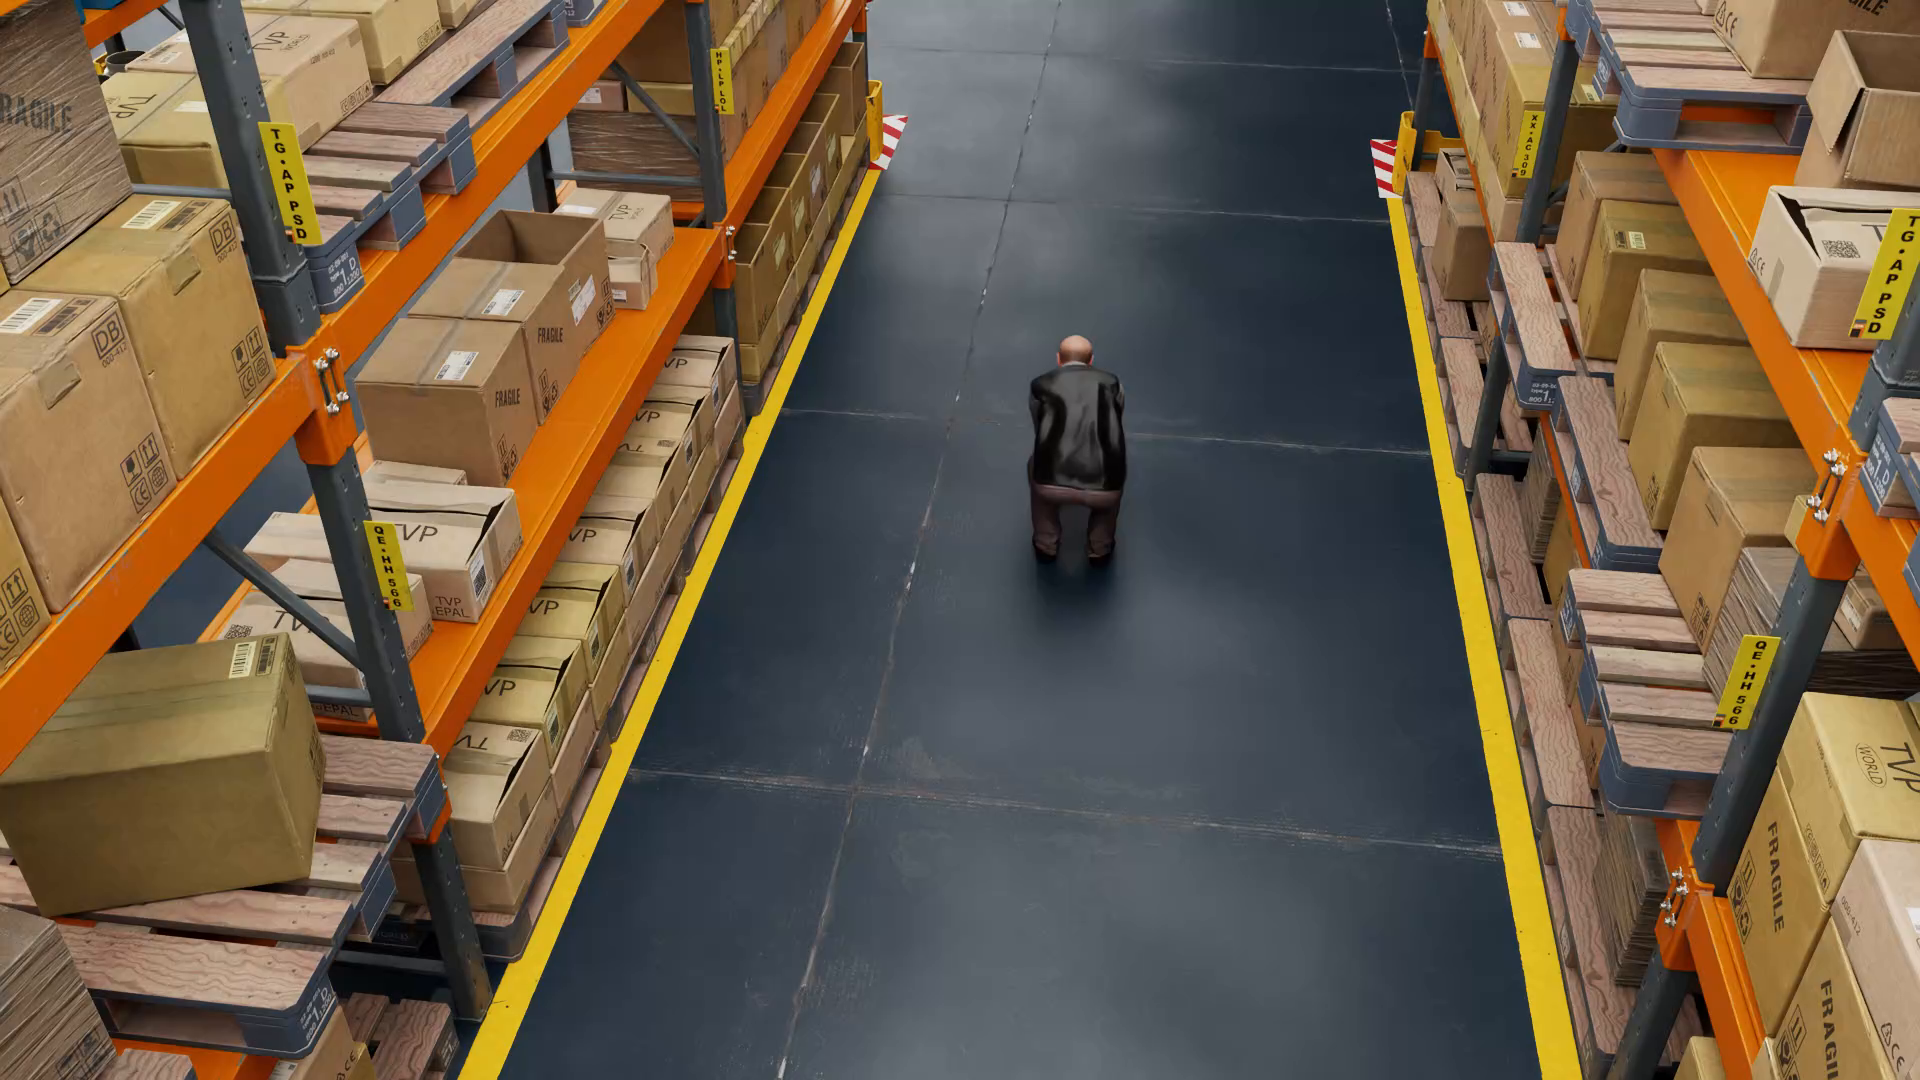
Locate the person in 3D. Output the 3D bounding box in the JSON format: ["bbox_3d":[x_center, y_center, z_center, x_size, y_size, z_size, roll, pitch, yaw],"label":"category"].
[{"bbox_3d":[0.583,-0.411,8.283,0.513,0.965,0.887,3,36,5],"label":"person"}]
